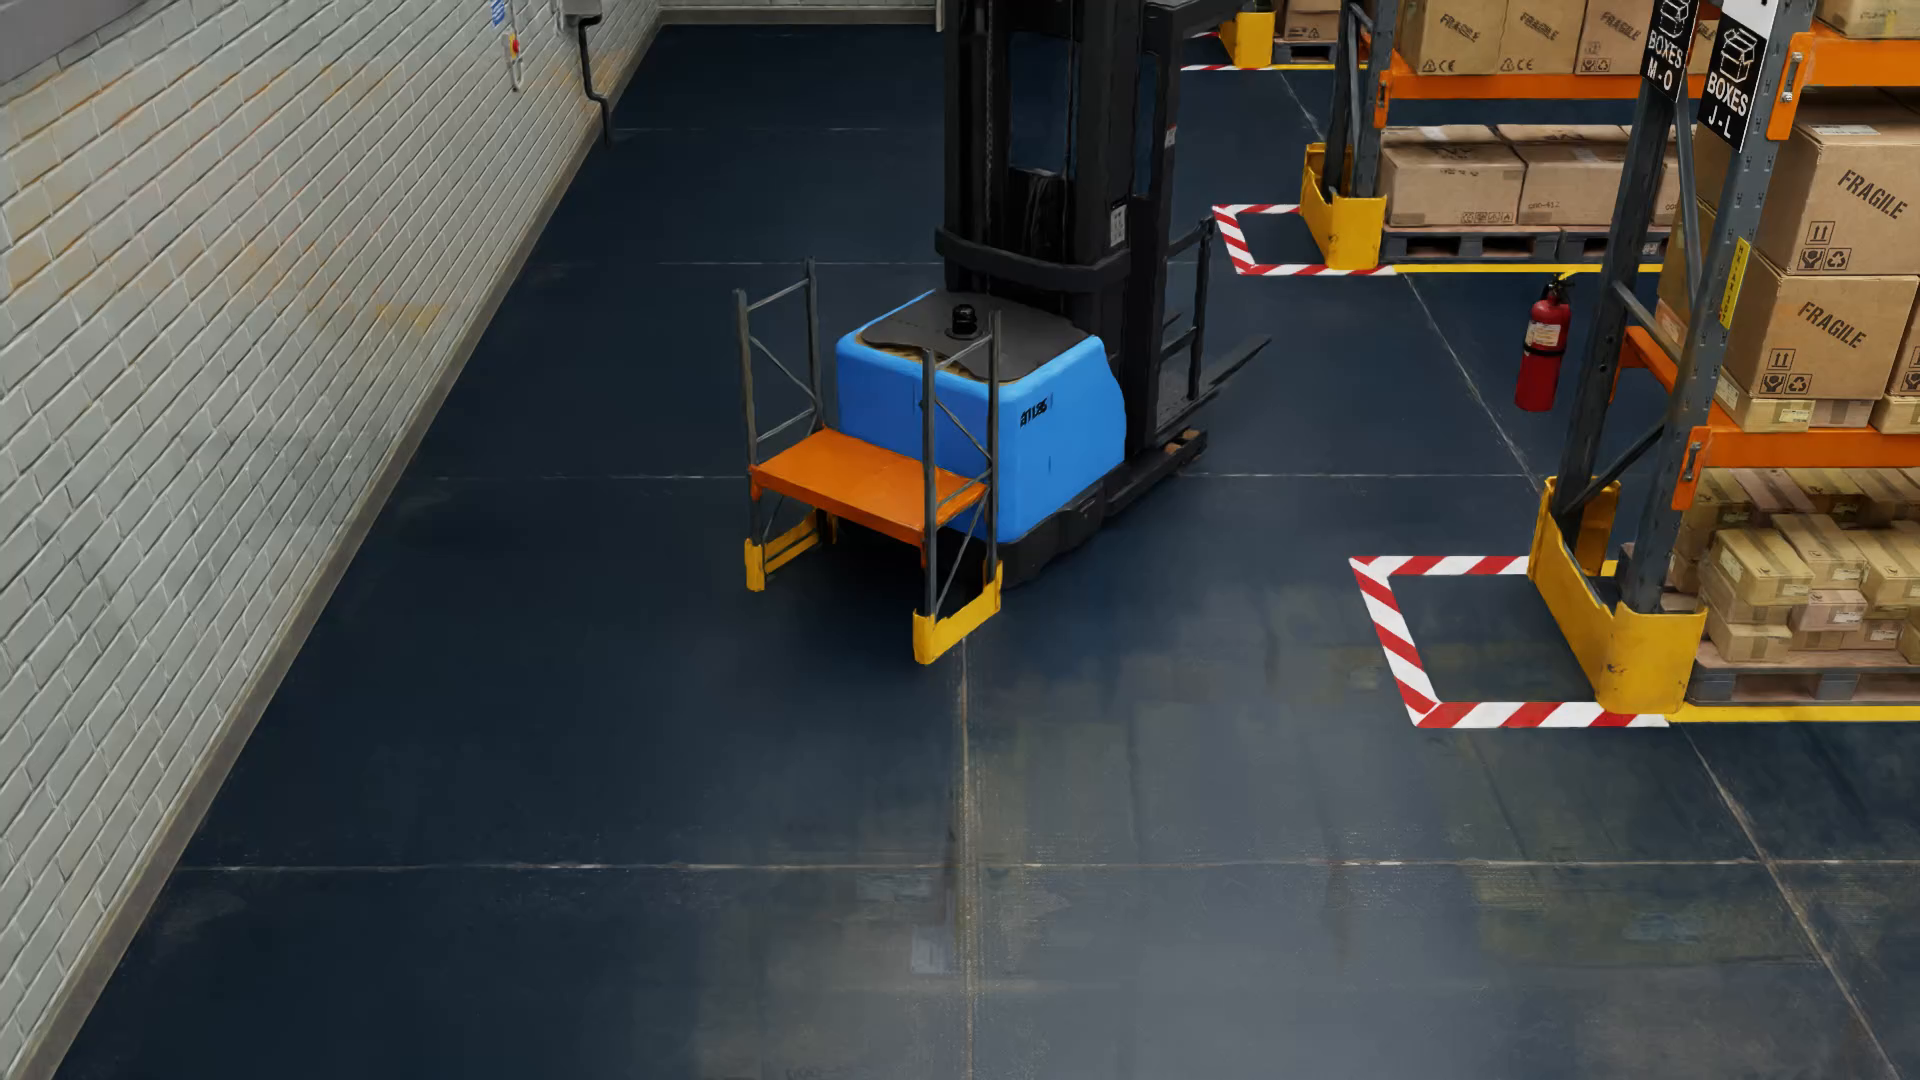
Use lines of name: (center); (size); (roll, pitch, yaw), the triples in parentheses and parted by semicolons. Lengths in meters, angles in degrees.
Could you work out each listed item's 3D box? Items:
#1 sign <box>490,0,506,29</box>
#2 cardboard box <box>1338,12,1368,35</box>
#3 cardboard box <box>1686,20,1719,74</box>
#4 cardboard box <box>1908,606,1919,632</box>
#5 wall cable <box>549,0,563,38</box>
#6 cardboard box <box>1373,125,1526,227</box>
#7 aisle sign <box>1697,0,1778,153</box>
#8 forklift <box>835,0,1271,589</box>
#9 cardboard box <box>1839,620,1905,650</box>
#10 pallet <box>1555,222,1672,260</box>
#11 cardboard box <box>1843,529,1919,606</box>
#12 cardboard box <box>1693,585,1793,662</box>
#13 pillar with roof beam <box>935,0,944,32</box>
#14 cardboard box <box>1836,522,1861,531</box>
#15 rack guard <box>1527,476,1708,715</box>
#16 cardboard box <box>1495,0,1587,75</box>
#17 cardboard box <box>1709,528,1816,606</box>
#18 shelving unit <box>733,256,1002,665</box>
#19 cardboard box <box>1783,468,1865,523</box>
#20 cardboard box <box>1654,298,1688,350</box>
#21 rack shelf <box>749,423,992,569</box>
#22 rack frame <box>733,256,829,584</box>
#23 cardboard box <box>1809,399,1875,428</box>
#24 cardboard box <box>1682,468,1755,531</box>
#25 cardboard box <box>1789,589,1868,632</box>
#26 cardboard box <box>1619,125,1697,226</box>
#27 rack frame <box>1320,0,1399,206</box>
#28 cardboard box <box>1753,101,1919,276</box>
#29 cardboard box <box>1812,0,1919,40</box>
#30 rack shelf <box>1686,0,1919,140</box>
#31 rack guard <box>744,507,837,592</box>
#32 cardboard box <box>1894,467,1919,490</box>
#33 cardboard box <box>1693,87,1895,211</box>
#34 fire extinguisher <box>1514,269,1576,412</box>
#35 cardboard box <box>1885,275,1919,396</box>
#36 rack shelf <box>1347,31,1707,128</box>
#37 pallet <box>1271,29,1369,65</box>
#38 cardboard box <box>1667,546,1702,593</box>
sign: (-3.011, -3.476, 10.828); (0.001, 0.218, 0.327); (0, 31, 0)
cardboard box: (3.692, -4.885, 15.754); (0.250, 0.149, 0.380); (-1, 31, -2)
cardboard box: (4.686, -3.330, 10.750); (0.500, 0.500, 0.500); (1, 31, 1)
cardboard box: (4.121, 0.232, 7.032); (0.250, 0.149, 0.380); (1, 31, 1)
wall cable: (-2.970, -4.556, 11.888); (0.122, 1.984, 0.588); (0, 31, 0)
cardboard box: (3.348, -2.554, 11.633); (0.875, 0.438, 0.875); (-1, 31, -2)
aisle sign: (2.748, -1.804, 5.826); (0.004, 0.787, 0.394); (0, 31, 0)
forklift: (0.676, -1.734, 8.282); (1.130, 2.935, 3.031); (21, 37, 30)
cardboard box: (3.855, 0.307, 7.195); (0.250, 0.149, 0.380); (0, 31, 0)
pallet: (4.705, -2.269, 11.786); (1.213, 0.211, 1.003); (0, 31, 0)
cardboard box: (3.873, 0.113, 6.941); (0.250, 0.149, 0.380); (0, 31, 0)
cardboard box: (3.345, 0.355, 7.116); (0.250, 0.149, 0.380); (0, 31, 1)
pillar with roof beam: (-0.021, -6.781, 10.752); (0.400, 9.000, 9.100); (0, 31, 0)
cardboard box: (3.865, -0.089, 7.561); (0.250, 0.149, 0.380); (-1, 31, -2)
rack guard: (2.895, 0.220, 7.406); (0.348, 0.500, 1.175); (0, 31, 0)
cardboard box: (3.676, -3.327, 10.746); (0.500, 0.500, 0.500); (-1, 31, -1)
cardboard box: (3.345, 0.111, 6.945); (0.250, 0.149, 0.380); (-2, 31, -3)
shelving unit: (-0.408, -0.372, 7.417); (1.083, 1.500, 0.587); (21, 37, 30)
cardboard box: (3.857, -0.234, 7.515); (0.250, 0.149, 0.380); (-1, 31, -1)
cardboard box: (3.144, -0.889, 7.065); (0.250, 0.149, 0.380); (0, 31, 0)
rack shelf: (-0.401, -0.215, 7.506); (1.000, 0.185, 0.538); (21, 37, 30)
rack frame: (-0.810, -0.525, 7.670); (0.032, 1.500, 0.500); (21, 37, 30)
cardboard box: (3.400, -0.594, 6.580); (0.250, 0.149, 0.380); (1, 31, 1)
cardboard box: (3.347, -0.197, 7.453); (0.250, 0.149, 0.380); (0, 31, 0)
cardboard box: (3.619, 0.223, 7.047); (0.250, 0.149, 0.380); (0, 31, -1)
cardboard box: (5.165, -2.563, 11.648); (0.875, 0.438, 0.875); (-1, 31, -2)
rack frame: (2.689, -3.416, 10.988); (0.127, 3.000, 1.000); (0, 31, 0)
cardboard box: (3.270, -1.310, 6.170); (0.500, 0.500, 0.500); (0, 31, -1)
cardboard box: (3.270, -1.936, 5.801); (0.500, 0.250, 0.500); (1, 31, 1)
rack shelf: (4.819, -1.830, 6.176); (4.000, 0.370, 1.077); (0, 31, 0)
rack guard: (-0.809, 0.009, 7.994); (0.087, 0.250, 0.587); (21, 37, 30)
cardboard box: (4.385, -0.232, 7.511); (0.250, 0.149, 0.380); (1, 31, 2)
cardboard box: (3.276, -1.576, 6.609); (0.500, 0.500, 0.500); (-1, 31, -1)
fire extinguisher: (2.565, -0.895, 7.267); (0.183, 0.674, 0.296); (0, 31, 0)
cardboard box: (3.805, -0.891, 6.444); (0.500, 0.500, 0.500); (0, 31, 0)
rack shelf: (4.689, -3.115, 11.185); (4.000, 0.370, 1.077); (0, 31, 0)
pallet: (3.528, -4.802, 15.961); (1.213, 0.211, 1.003); (0, 31, 0)
cardboard box: (3.345, 0.081, 7.568); (0.250, 0.149, 0.380); (0, 31, 1)
